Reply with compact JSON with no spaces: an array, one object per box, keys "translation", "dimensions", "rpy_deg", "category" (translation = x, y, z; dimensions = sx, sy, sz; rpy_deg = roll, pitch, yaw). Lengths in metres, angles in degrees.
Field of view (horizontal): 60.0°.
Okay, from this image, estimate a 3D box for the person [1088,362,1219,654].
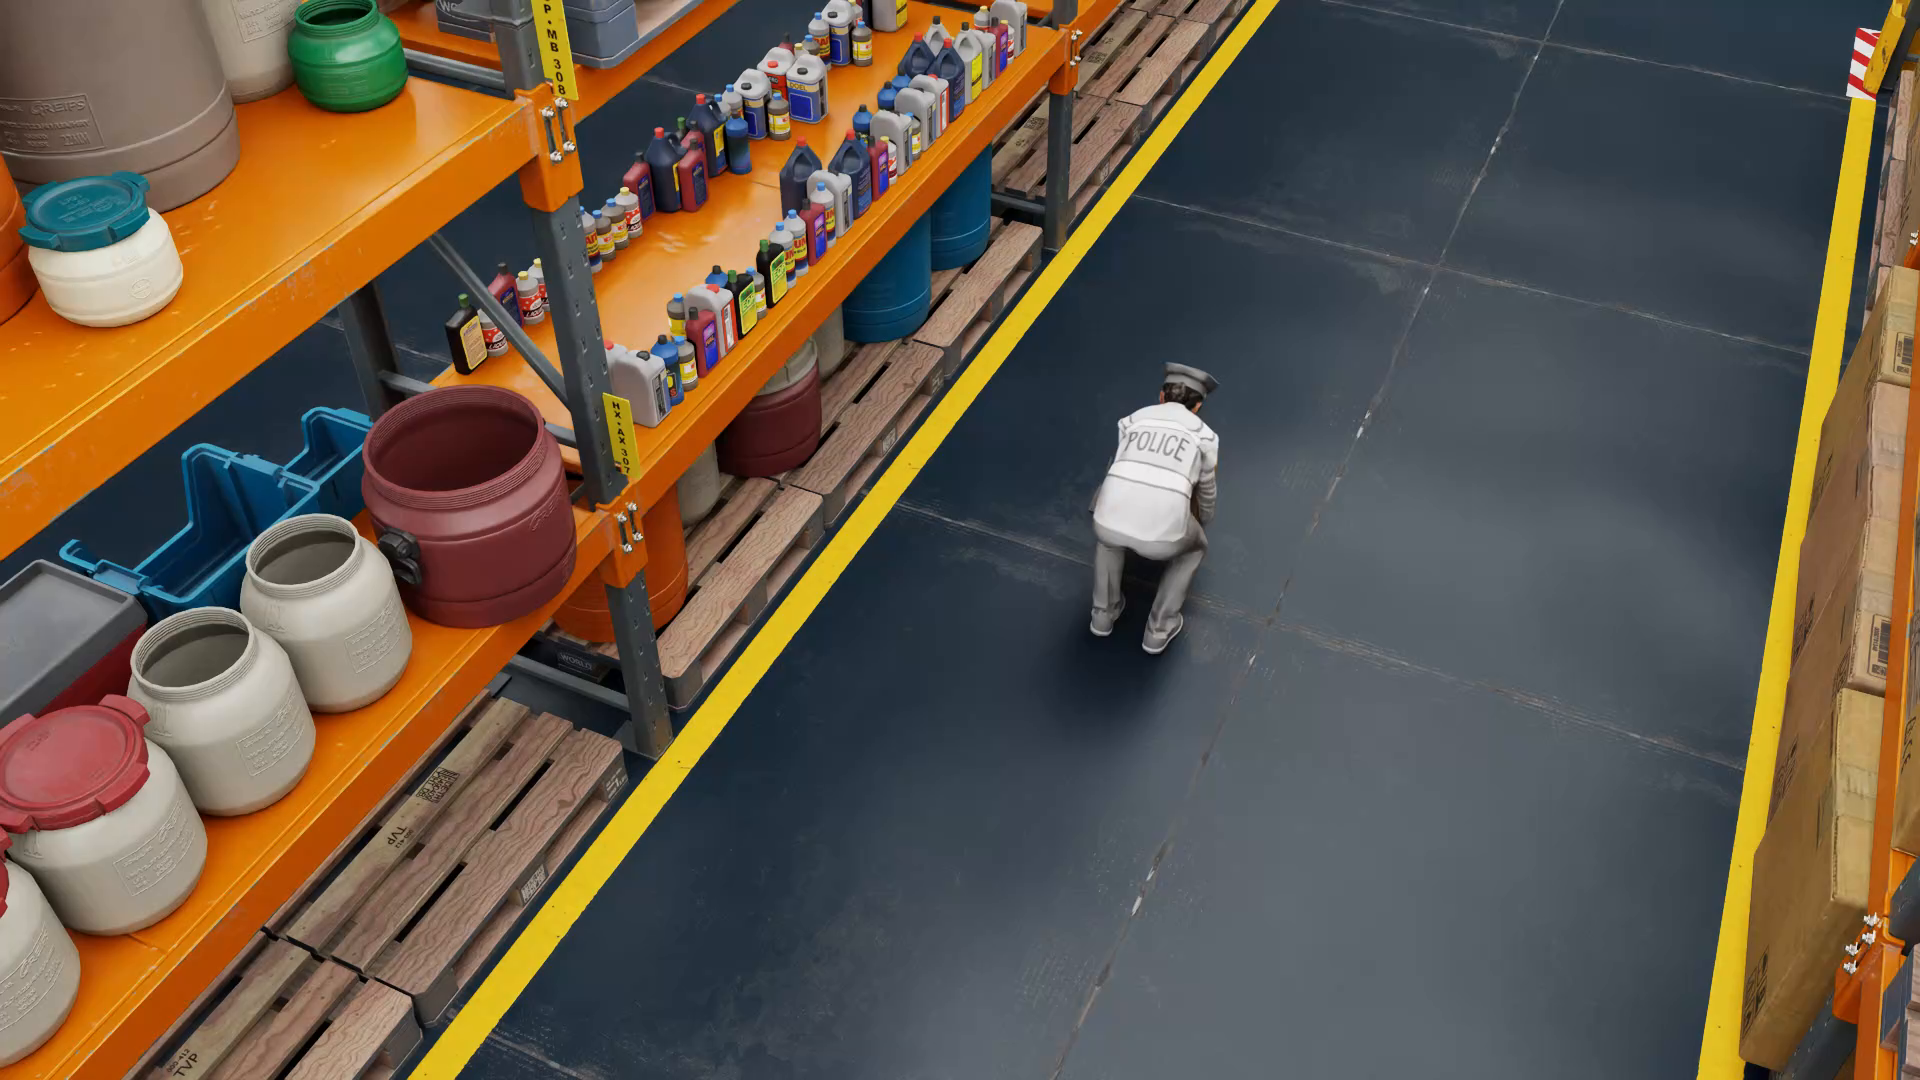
[{"translation":[0.805,-0.127,6.784],"dimensions":[0.464,1.017,0.921],"rpy_deg":[15,44,16],"category":"person"}]
